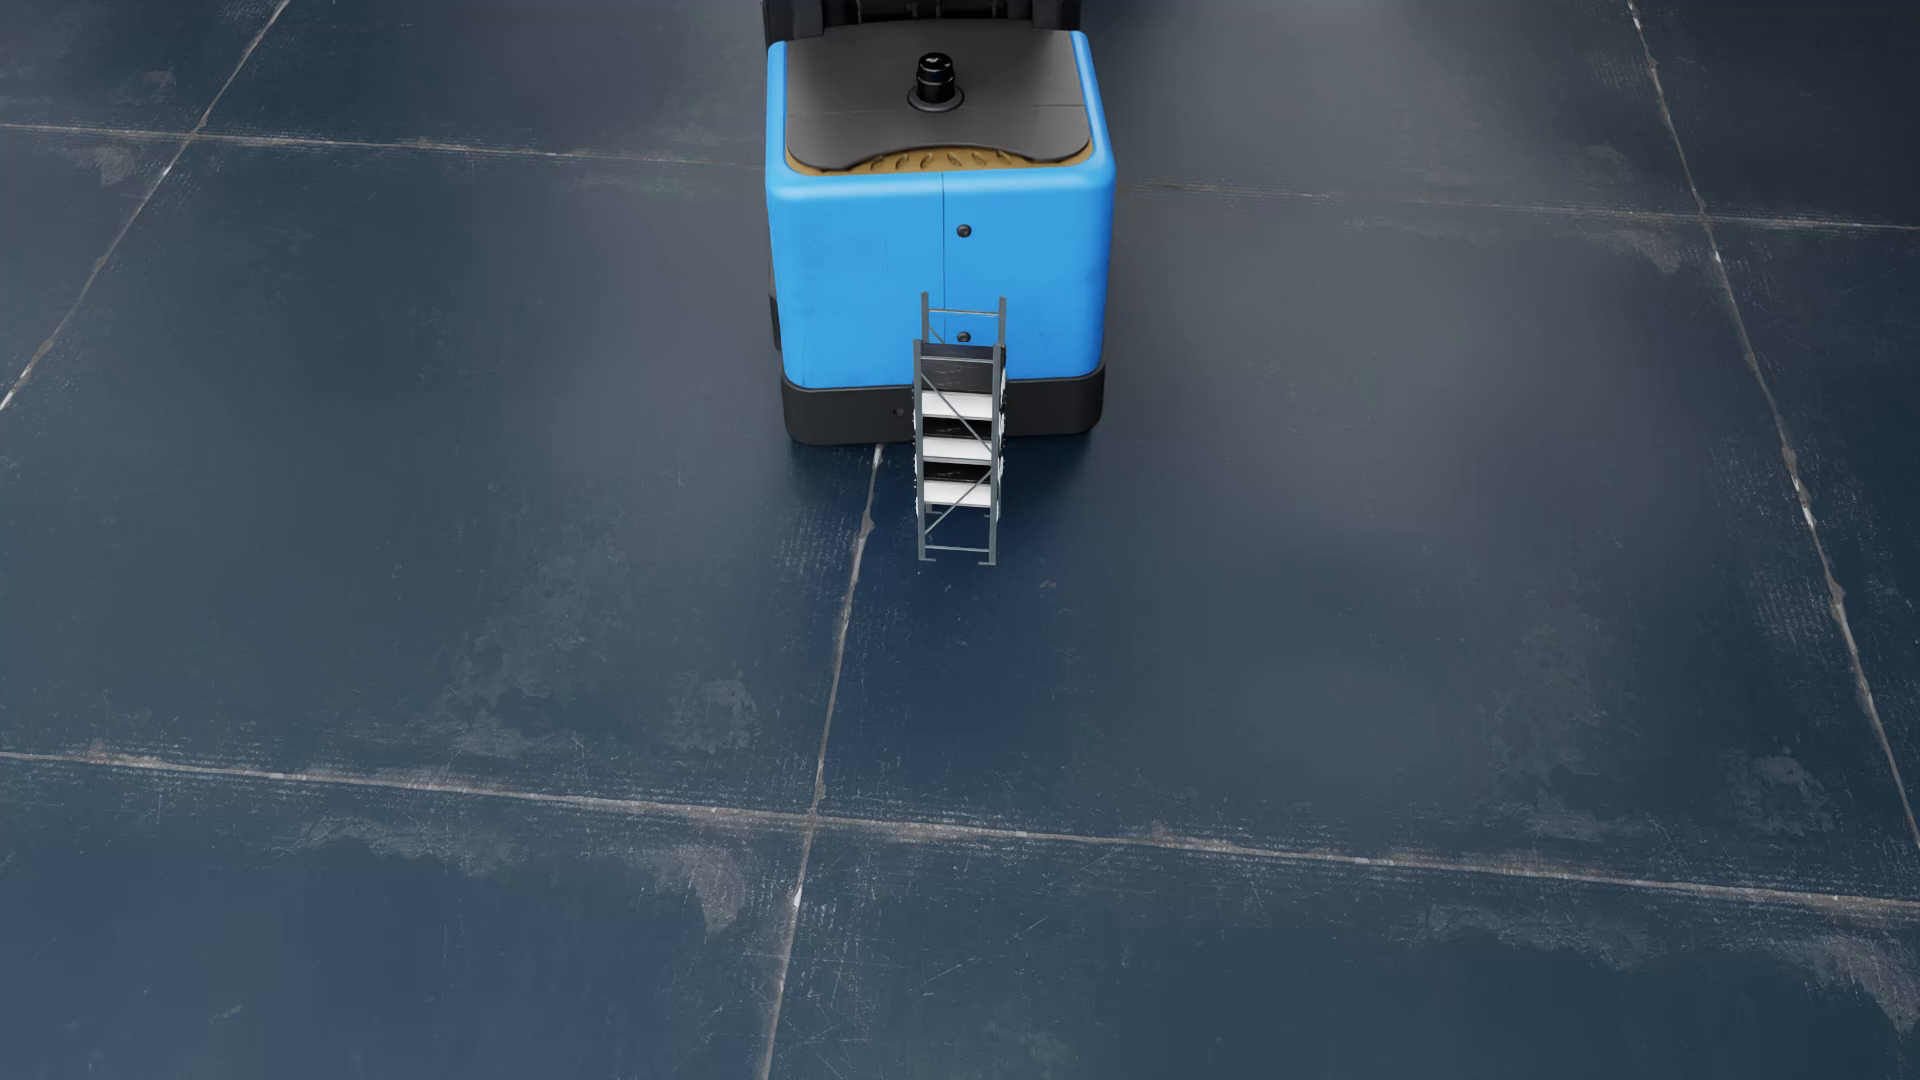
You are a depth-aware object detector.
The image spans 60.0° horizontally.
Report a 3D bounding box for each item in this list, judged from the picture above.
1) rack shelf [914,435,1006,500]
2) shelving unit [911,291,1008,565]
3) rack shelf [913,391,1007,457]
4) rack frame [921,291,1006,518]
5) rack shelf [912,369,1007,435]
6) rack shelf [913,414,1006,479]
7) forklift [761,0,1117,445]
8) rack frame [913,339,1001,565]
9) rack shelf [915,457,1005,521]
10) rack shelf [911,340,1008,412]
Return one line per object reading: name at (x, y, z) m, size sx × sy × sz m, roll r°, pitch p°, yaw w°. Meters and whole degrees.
rack shelf at (0.001, -0.226, 5.014) m, size 0.258 × 0.077 × 0.200 m, roll 4°, pitch 48°, yaw 4°
shelving unit at (0.001, -0.310, 4.923) m, size 0.258 × 0.900 × 0.210 m, roll 4°, pitch 48°, yaw 4°
rack shelf at (0.001, -0.348, 4.882) m, size 0.258 × 0.077 × 0.200 m, roll 4°, pitch 48°, yaw 4°
rack frame at (0.010, -0.384, 4.992) m, size 0.240 × 0.900 × 0.006 m, roll 4°, pitch 48°, yaw 4°
rack shelf at (0.001, -0.409, 4.815) m, size 0.258 × 0.077 × 0.200 m, roll 4°, pitch 48°, yaw 4°
rack shelf at (0.001, -0.287, 4.948) m, size 0.258 × 0.077 × 0.200 m, roll 4°, pitch 48°, yaw 4°
forklift at (-0.147, -2.385, 5.445) m, size 1.130 × 2.935 × 3.031 m, roll -3°, pitch 48°, yaw -3°
rack frame at (-0.009, -0.235, 4.855) m, size 0.240 × 0.900 × 0.006 m, roll 4°, pitch 48°, yaw 4°
rack shelf at (0.001, -0.166, 5.081) m, size 0.258 × 0.077 × 0.200 m, roll 4°, pitch 48°, yaw 4°
rack shelf at (0.001, -0.469, 4.749) m, size 0.258 × 0.077 × 0.200 m, roll 4°, pitch 48°, yaw 4°
